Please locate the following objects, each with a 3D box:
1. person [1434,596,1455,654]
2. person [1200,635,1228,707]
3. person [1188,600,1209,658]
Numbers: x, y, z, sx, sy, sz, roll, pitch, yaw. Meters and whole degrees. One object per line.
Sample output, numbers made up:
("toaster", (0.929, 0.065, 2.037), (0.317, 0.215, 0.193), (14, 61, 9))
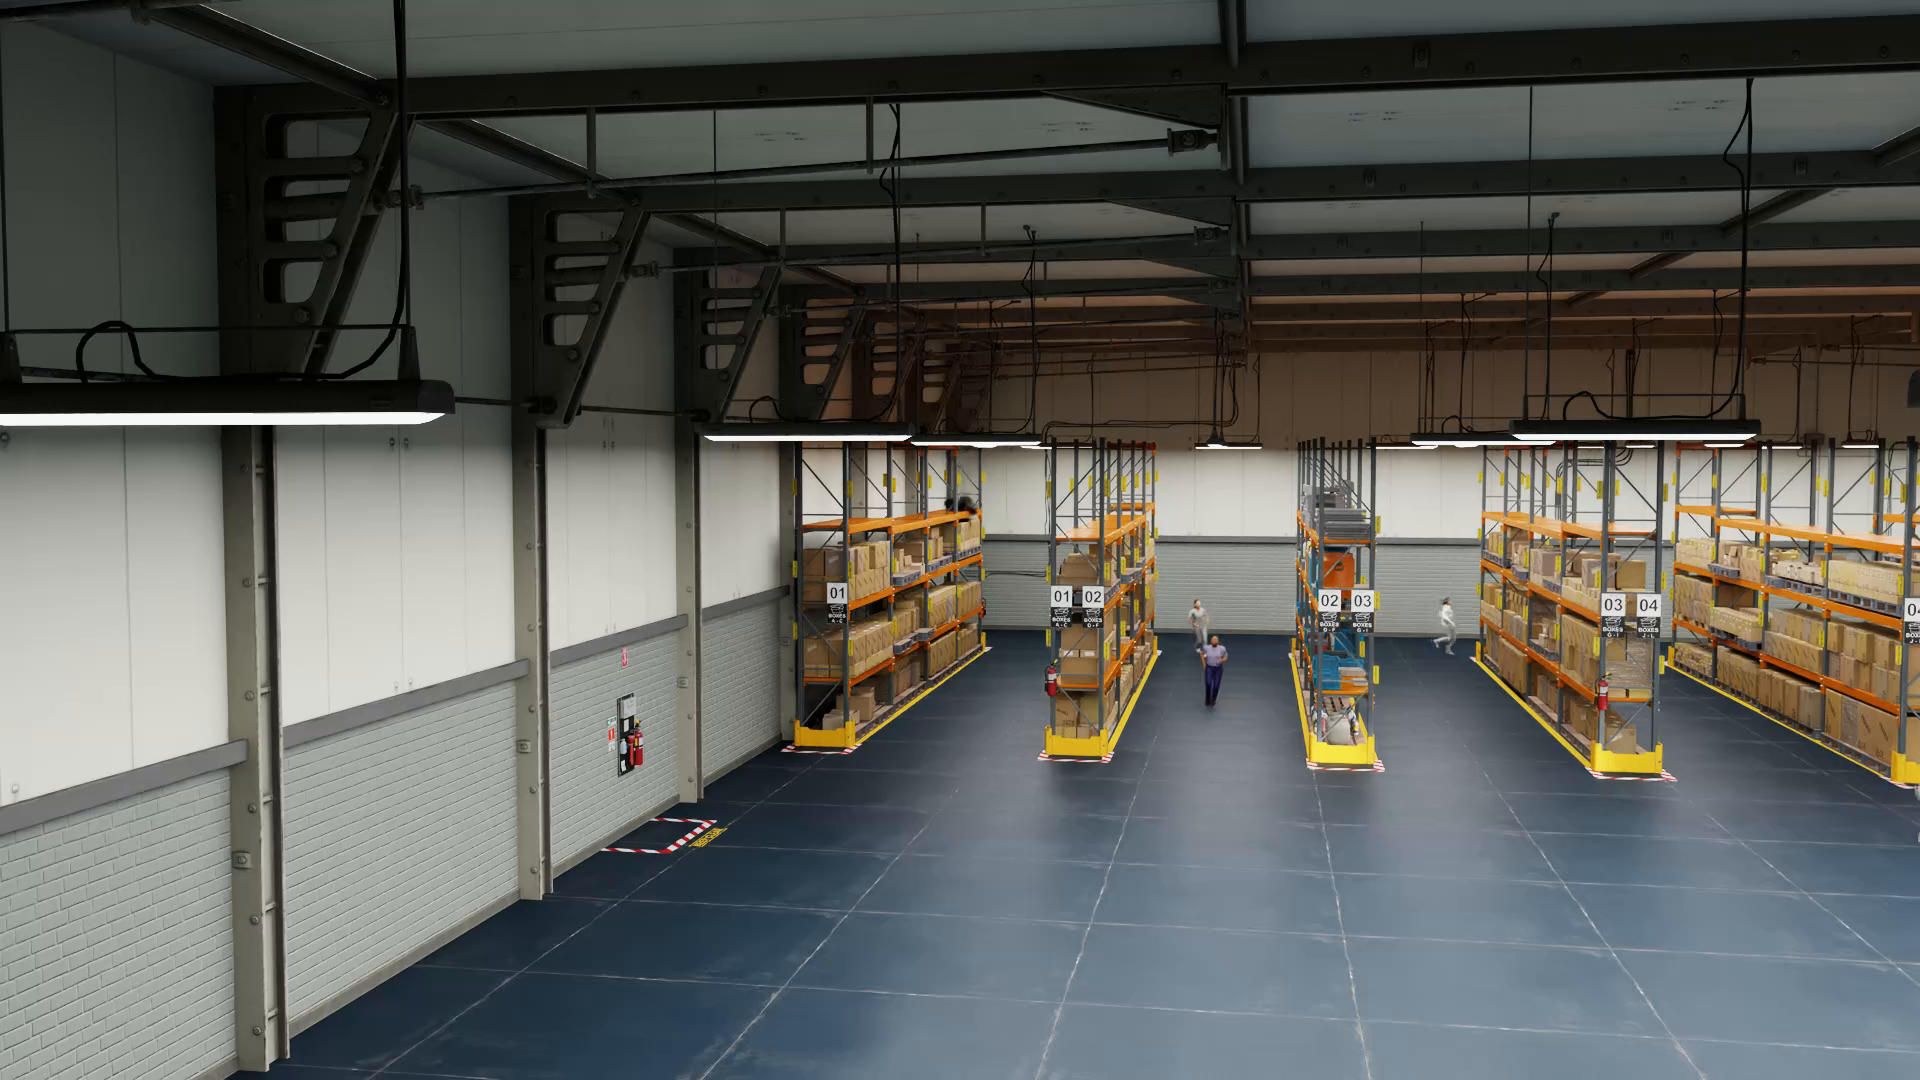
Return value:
("person", (13.759, 2.418, 47.186), (0.588, 1.670, 0.625), (1, 3, 16))
("person", (5.695, 2.938, 37.283), (0.594, 1.621, 0.690), (0, 3, 5))
("person", (6.668, 2.465, 46.541), (0.594, 1.615, 0.624), (-1, 3, -15))
